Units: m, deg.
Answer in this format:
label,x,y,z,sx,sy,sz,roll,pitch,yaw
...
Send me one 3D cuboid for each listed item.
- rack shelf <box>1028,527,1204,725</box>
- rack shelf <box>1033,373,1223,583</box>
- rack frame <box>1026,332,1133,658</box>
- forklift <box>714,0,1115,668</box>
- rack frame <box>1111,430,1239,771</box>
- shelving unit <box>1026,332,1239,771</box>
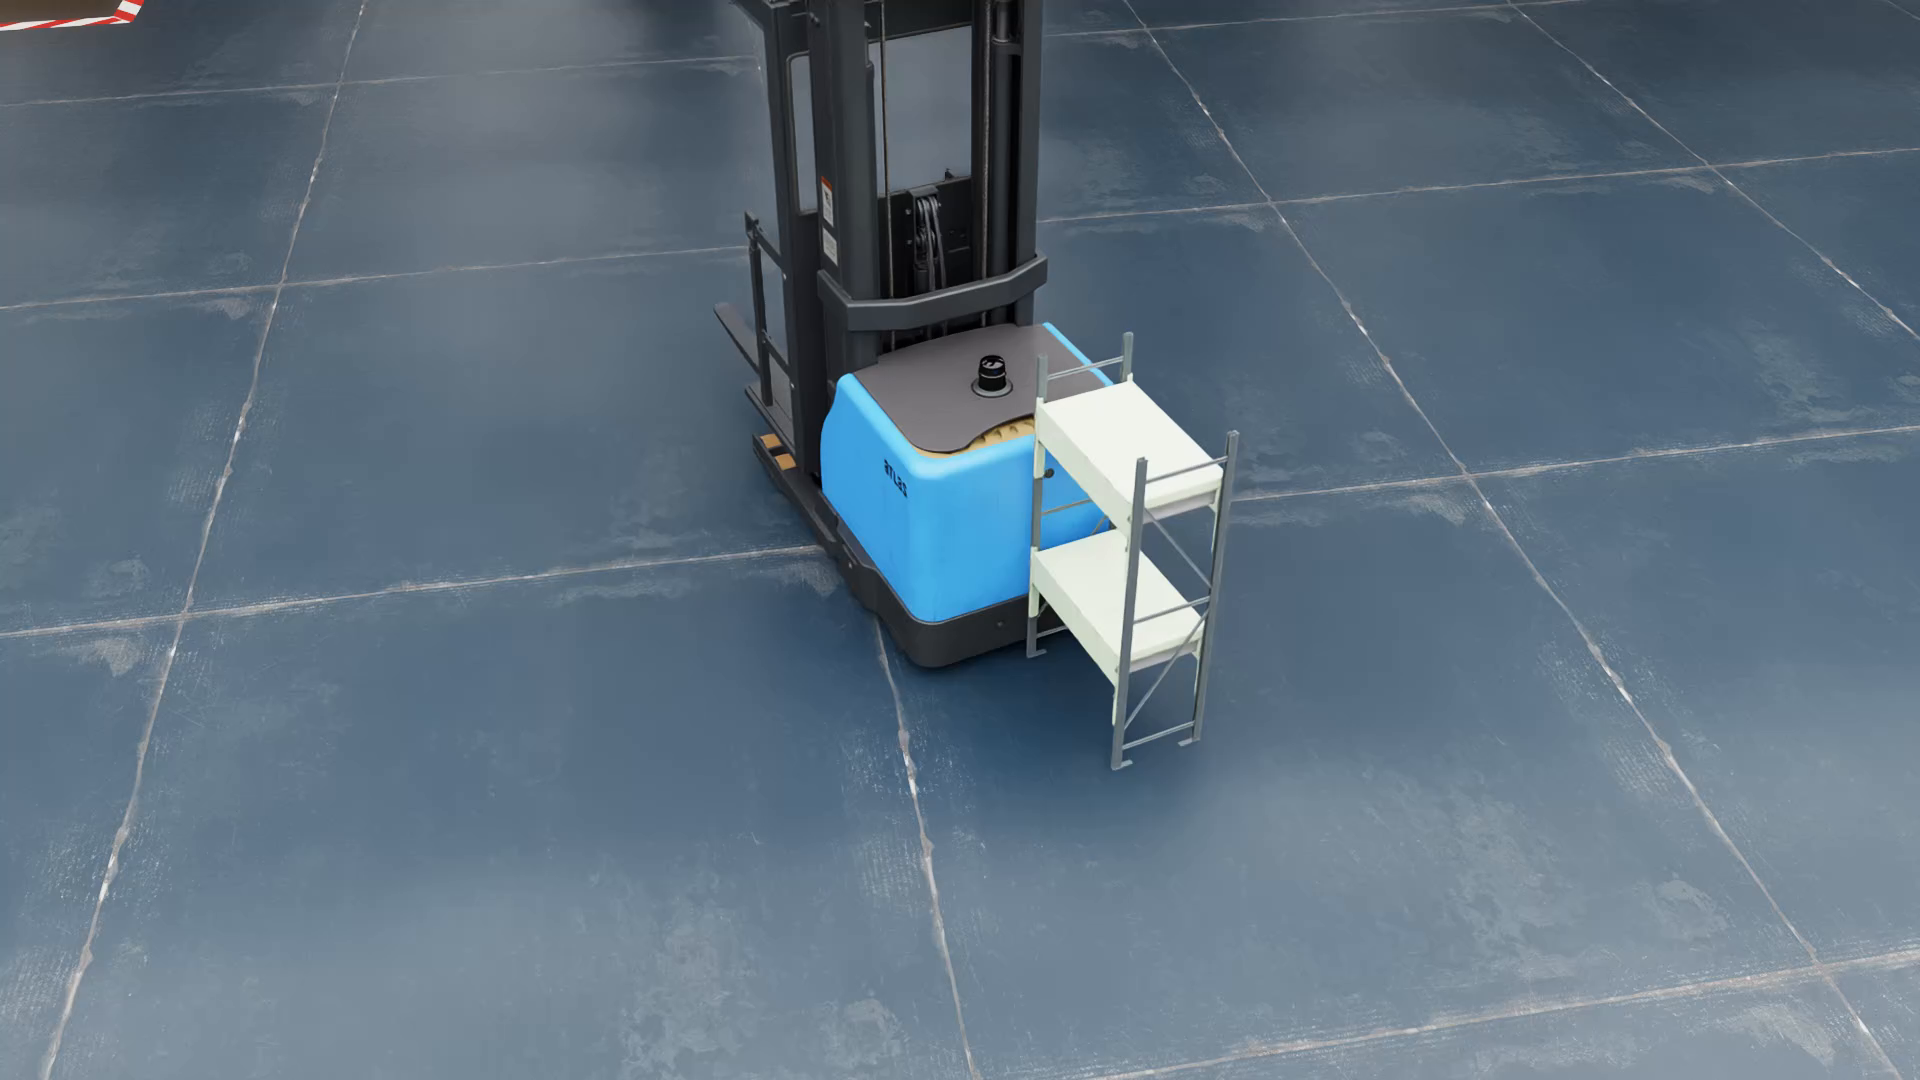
label,x,y,z,sx,sy,sz,roll,pitch,yaw
rack shelf,0.626,0.318,6.646,0.431,0.370,0.720,-16,41,-20
rack shelf,0.628,-0.245,6.204,0.431,0.370,0.720,-16,41,-20
rack frame,0.470,-0.143,6.705,0.400,1.500,0.023,-16,41,-20
forklift,-0.366,-1.520,7.317,1.130,2.935,3.031,-17,41,-21
rack frame,0.784,0.266,6.185,0.400,1.500,0.023,-16,41,-20
shelving unit,0.627,0.062,6.445,0.431,1.500,0.755,-16,41,-20
